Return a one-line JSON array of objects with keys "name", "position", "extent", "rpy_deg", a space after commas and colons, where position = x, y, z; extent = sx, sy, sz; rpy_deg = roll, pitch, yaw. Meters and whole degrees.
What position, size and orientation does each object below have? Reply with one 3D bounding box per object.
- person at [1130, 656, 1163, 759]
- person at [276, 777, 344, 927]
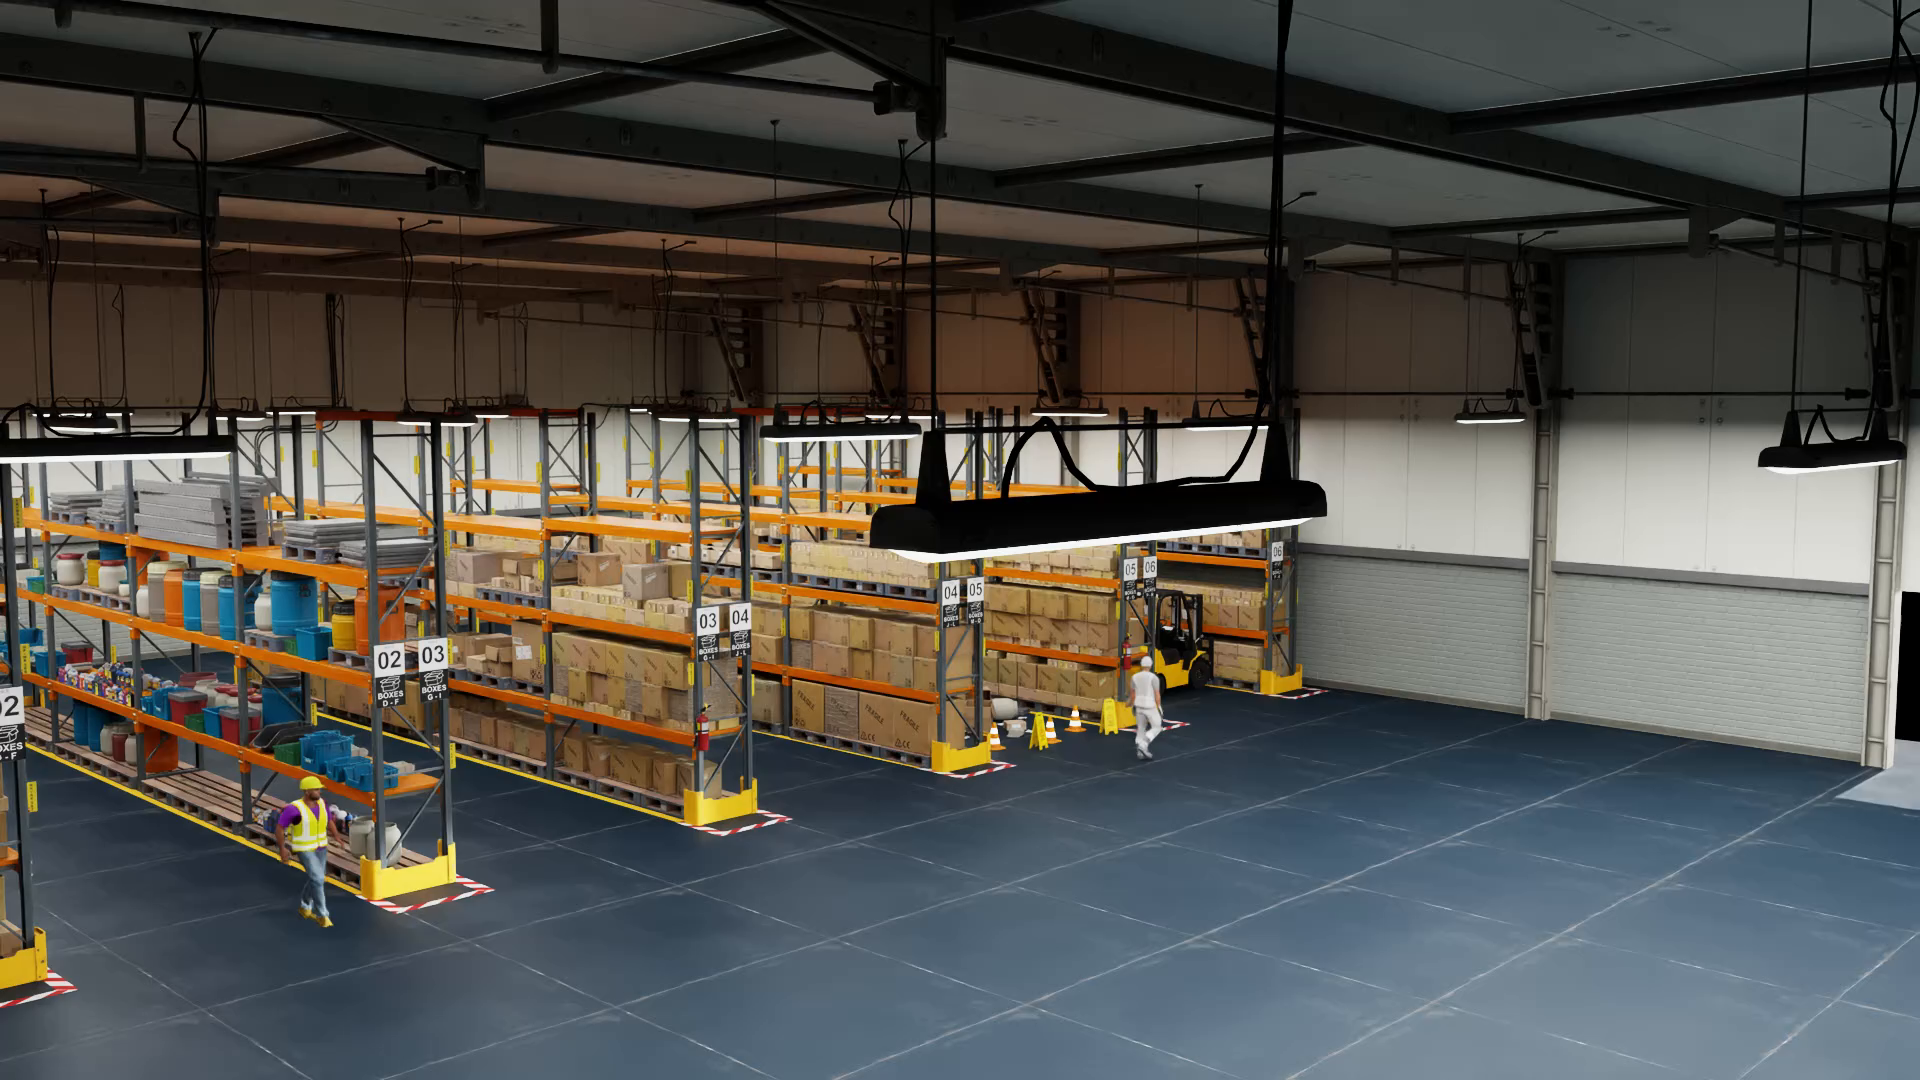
[{"name": "person", "position": [3.161, 2.890, 28.592], "extent": [0.559, 1.790, 0.509], "rpy_deg": [4, 7, 41]}, {"name": "person", "position": [-7.737, 3.740, 19.908], "extent": [0.735, 1.811, 0.675], "rpy_deg": [3, 6, 27]}]
